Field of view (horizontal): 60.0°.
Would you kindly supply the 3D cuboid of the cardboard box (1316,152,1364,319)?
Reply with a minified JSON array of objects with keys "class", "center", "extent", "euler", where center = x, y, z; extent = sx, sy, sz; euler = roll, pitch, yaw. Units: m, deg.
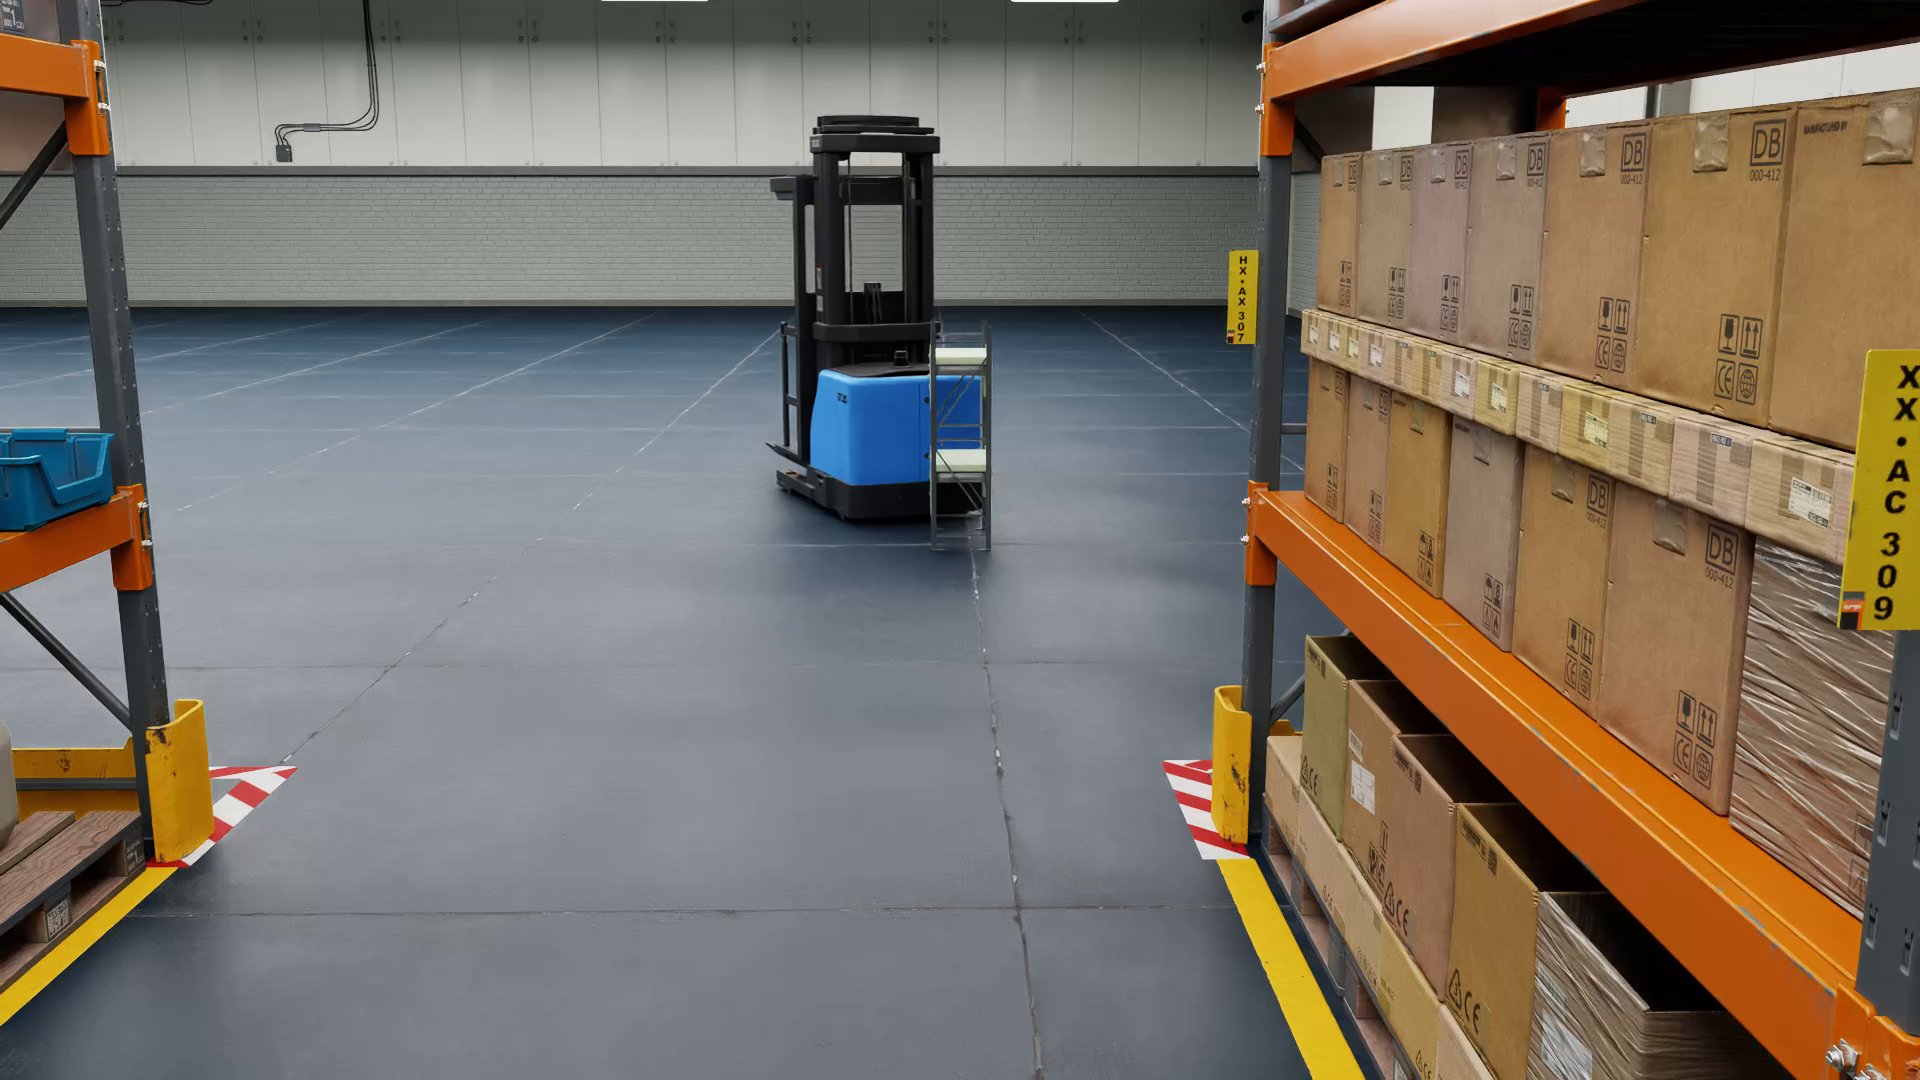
[{"class":"cardboard box","center":[1.545,-0.971,5.288],"extent":[0.700,0.500,0.500],"euler":[0,11,-1]}]

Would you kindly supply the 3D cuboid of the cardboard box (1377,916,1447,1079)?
[{"class":"cardboard box","center":[1.365,1.158,4.168],"extent":[0.500,0.250,0.500],"euler":[0,11,-1]}]

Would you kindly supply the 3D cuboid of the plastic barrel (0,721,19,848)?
[{"class":"plastic barrel","center":[-3.315,0.774,5.402],"extent":[0.421,0.512,0.421],"euler":[0,11,0]}]

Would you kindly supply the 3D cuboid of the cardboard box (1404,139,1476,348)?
[{"class":"cardboard box","center":[1.572,-0.766,4.278],"extent":[0.700,0.500,0.500],"euler":[0,11,-1]}]

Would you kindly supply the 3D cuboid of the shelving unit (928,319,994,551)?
[{"class":"shelving unit","center":[0.000,-0.736,11.417],"extent":[0.431,1.500,0.755],"euler":[0,11,-1]}]

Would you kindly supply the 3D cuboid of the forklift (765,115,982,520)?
[{"class":"forklift","center":[-0.847,-1.831,13.210],"extent":[1.130,2.935,3.031],"euler":[-5,12,-21]}]

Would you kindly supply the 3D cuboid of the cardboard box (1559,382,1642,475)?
[{"class":"cardboard box","center":[1.391,-0.217,3.201],"extent":[0.380,0.149,0.250],"euler":[0,11,-1]}]

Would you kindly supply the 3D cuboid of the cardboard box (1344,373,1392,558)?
[{"class":"cardboard box","center":[1.559,-0.242,4.954],"extent":[0.700,0.500,0.500],"euler":[0,11,0]}]

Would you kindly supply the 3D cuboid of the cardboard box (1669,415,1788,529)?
[{"class":"cardboard box","center":[1.399,-0.116,2.703],"extent":[0.380,0.149,0.250],"euler":[-1,11,-3]}]

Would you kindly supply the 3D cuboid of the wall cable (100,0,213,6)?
[{"class":"wall cable","center":[-17.674,-12.847,35.917],"extent":[3.097,2.526,0.112],"euler":[0,11,-1]}]

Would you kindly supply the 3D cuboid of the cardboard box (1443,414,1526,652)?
[{"class":"cardboard box","center":[1.579,-0.038,3.952],"extent":[0.700,0.500,0.500],"euler":[0,11,1]}]

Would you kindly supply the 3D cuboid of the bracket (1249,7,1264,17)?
[{"class":"bracket","center":[6.359,-11.378,35.955],"extent":[0.076,0.066,3.189],"euler":[0,11,-1]}]

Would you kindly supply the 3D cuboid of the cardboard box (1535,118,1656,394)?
[{"class":"cardboard box","center":[1.593,-0.568,3.298],"extent":[0.700,0.500,0.500],"euler":[0,11,-1]}]

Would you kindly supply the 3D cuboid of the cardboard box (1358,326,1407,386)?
[{"class":"cardboard box","center":[1.355,-0.526,4.722],"extent":[0.380,0.149,0.250],"euler":[0,11,-2]}]

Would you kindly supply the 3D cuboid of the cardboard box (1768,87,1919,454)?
[{"class":"cardboard box","center":[1.614,-0.368,2.312],"extent":[0.700,0.500,0.500],"euler":[0,11,-1]}]

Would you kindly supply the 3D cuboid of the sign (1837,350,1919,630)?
[{"class":"sign","center":[1.075,-0.055,1.910],"extent":[0.100,0.325,0.005],"euler":[0,11,-1]}]

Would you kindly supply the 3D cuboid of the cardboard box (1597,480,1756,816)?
[{"class":"cardboard box","center":[1.597,0.163,2.958],"extent":[0.700,0.500,0.500],"euler":[0,11,-2]}]

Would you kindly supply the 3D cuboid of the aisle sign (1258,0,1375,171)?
[{"class":"aisle sign","center":[1.239,-1.676,5.736],"extent":[0.394,0.787,0.004],"euler":[0,11,-1]}]

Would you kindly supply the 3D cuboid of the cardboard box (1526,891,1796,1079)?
[{"class":"cardboard box","center":[1.403,0.989,3.114],"extent":[0.500,0.500,0.500],"euler":[0,11,-1]}]

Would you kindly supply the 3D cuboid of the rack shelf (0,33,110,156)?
[{"class":"rack shelf","center":[-3.364,-1.090,3.653],"extent":[1.077,0.370,4.000],"euler":[0,11,-1]}]

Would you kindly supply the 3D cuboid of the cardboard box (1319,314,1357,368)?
[{"class":"cardboard box","center":[1.348,-0.625,5.214],"extent":[0.380,0.149,0.250],"euler":[-1,11,-3]}]

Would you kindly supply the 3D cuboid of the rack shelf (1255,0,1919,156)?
[{"class":"rack shelf","center":[1.588,-1.110,3.750],"extent":[1.077,0.370,4.000],"euler":[0,11,-1]}]

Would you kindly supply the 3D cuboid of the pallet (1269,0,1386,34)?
[{"class":"pallet","center":[1.536,-1.676,4.953],"extent":[1.003,0.211,1.213],"euler":[0,11,-1]}]

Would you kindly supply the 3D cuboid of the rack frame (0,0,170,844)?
[{"class":"rack frame","center":[-3.405,-0.370,5.839],"extent":[1.000,3.000,0.127],"euler":[0,11,-1]}]

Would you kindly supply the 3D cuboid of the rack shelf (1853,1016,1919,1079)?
[{"class":"rack shelf","center":[1.671,1.155,0.129],"extent":[1.077,0.370,4.000],"euler":[0,11,-1]}]

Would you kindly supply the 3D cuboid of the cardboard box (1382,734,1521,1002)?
[{"class":"cardboard box","center":[1.364,0.790,4.093],"extent":[0.500,0.500,0.500],"euler":[0,11,-1]}]

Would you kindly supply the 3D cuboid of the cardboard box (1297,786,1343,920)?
[{"class":"cardboard box","center":[1.350,0.959,5.148],"extent":[0.500,0.250,0.500],"euler":[0,11,-1]}]

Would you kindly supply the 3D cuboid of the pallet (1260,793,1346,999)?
[{"class":"pallet","center":[1.605,1.129,5.465],"extent":[1.003,0.211,1.213],"euler":[0,11,-1]}]

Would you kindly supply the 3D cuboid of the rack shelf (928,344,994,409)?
[{"class":"rack shelf","center":[0.000,-1.119,11.339],"extent":[0.431,0.370,0.720],"euler":[0,11,-1]}]

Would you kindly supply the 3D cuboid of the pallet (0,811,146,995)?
[{"class":"pallet","center":[-3.345,1.173,5.247],"extent":[1.003,0.211,1.213],"euler":[0,11,-1]}]

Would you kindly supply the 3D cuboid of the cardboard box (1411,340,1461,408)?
[{"class":"cardboard box","center":[1.368,-0.422,4.211],"extent":[0.380,0.149,0.250],"euler":[0,11,-2]}]

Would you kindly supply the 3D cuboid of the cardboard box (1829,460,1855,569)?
[{"class":"cardboard box","center":[1.410,-0.015,2.204],"extent":[0.380,0.149,0.250],"euler":[0,11,-1]}]

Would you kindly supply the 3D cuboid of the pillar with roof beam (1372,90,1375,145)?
[{"class":"pillar with roof beam","center":[2.579,-7.968,28.204],"extent":[9.100,9.000,0.400],"euler":[0,11,-1]}]

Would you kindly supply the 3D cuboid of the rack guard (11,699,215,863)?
[{"class":"rack guard","center":[-3.357,0.870,6.014],"extent":[1.175,0.500,0.348],"euler":[0,11,-1]}]

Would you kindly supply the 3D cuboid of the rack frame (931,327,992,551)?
[{"class":"rack frame","center":[0.007,-0.664,11.058],"extent":[0.400,1.500,0.023],"euler":[0,11,-1]}]

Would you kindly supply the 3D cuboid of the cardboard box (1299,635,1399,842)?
[{"class":"cardboard box","center":[1.348,0.591,5.073],"extent":[0.500,0.500,0.500],"euler":[0,11,-1]}]

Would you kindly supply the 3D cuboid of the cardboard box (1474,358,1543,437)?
[{"class":"cardboard box","center":[1.377,-0.320,3.709],"extent":[0.380,0.149,0.250],"euler":[0,11,1]}]
